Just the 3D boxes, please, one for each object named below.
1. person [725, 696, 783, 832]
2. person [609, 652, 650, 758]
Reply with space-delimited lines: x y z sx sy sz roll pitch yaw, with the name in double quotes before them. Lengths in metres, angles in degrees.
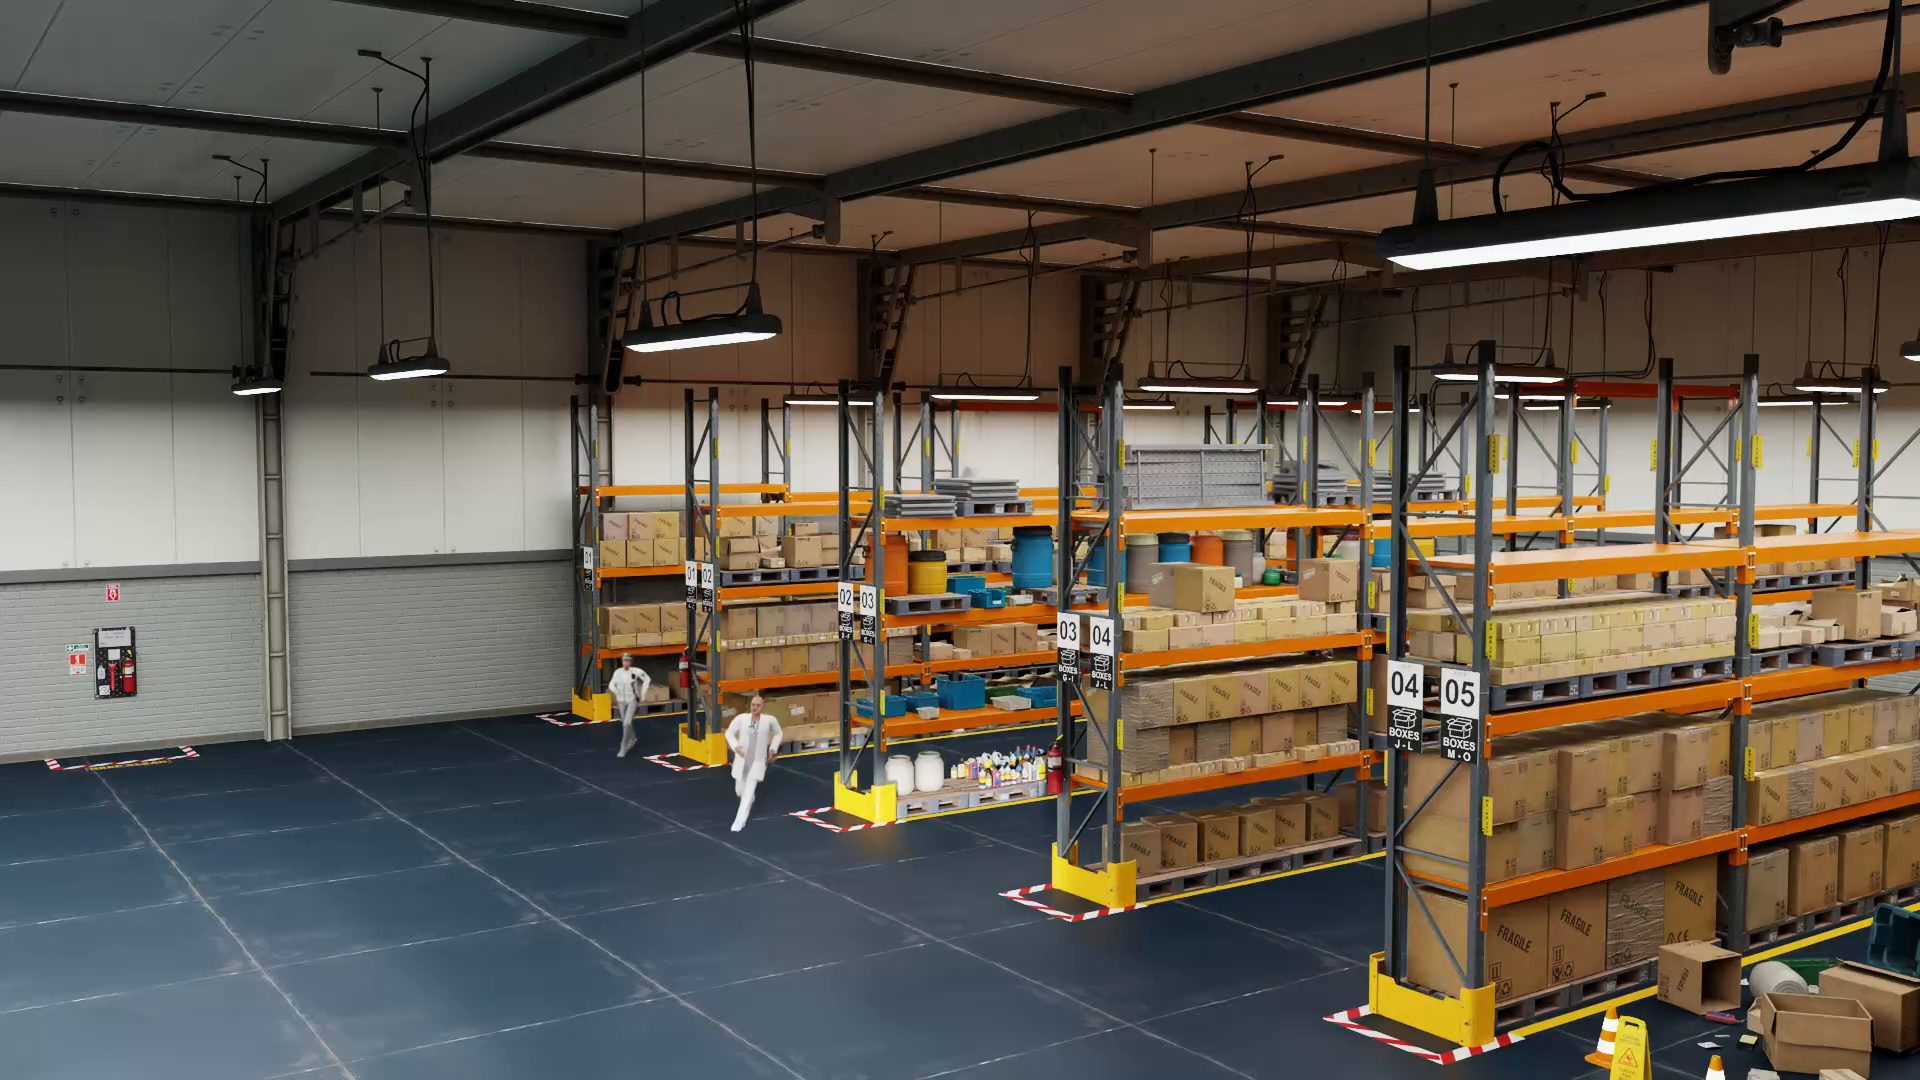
"person" -2.762 2.954 22.267 0.753 1.752 0.912 0 3 3
"person" -5.444 2.691 27.394 0.607 1.737 0.820 1 4 15
